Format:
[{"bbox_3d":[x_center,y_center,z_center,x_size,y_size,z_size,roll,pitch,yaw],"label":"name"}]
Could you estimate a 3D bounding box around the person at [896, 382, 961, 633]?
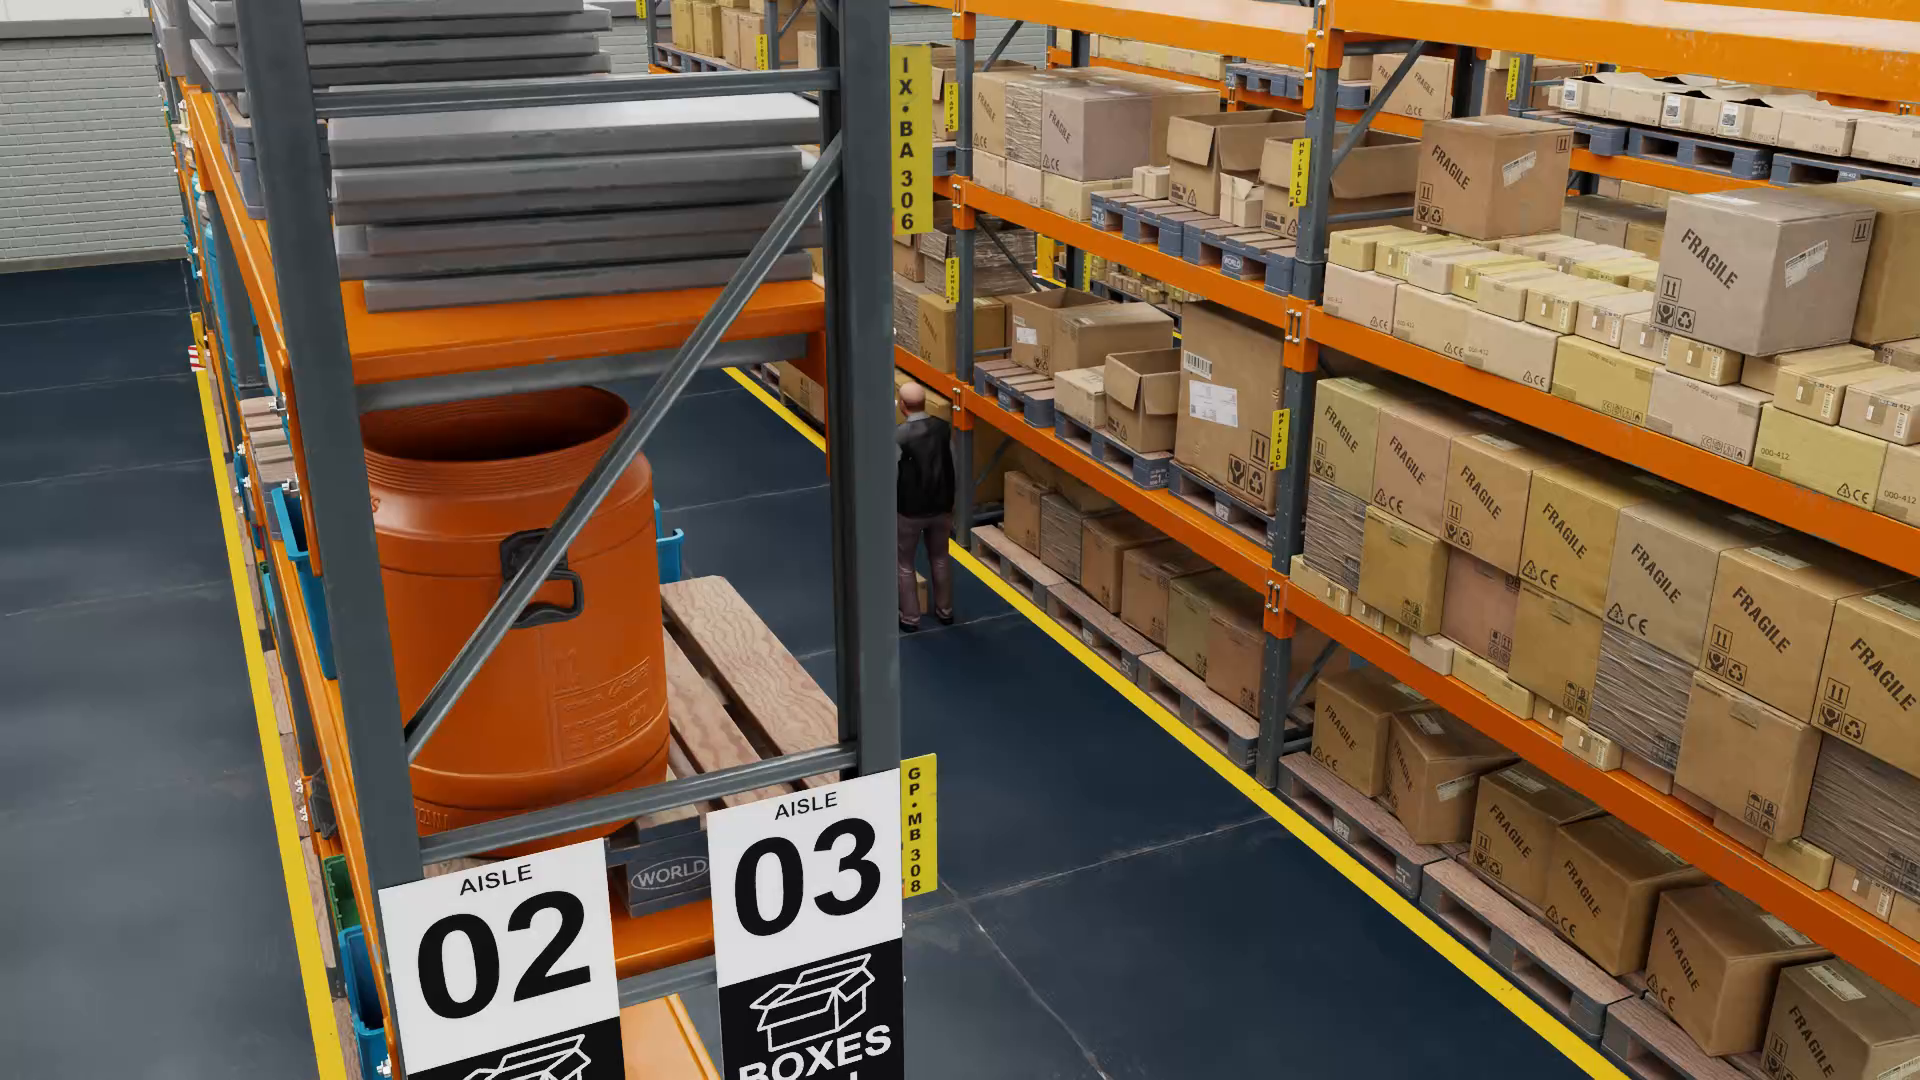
[{"bbox_3d":[-0.264,-0.210,11.144,0.578,1.719,0.425,-11,25,-26],"label":"person"}]
